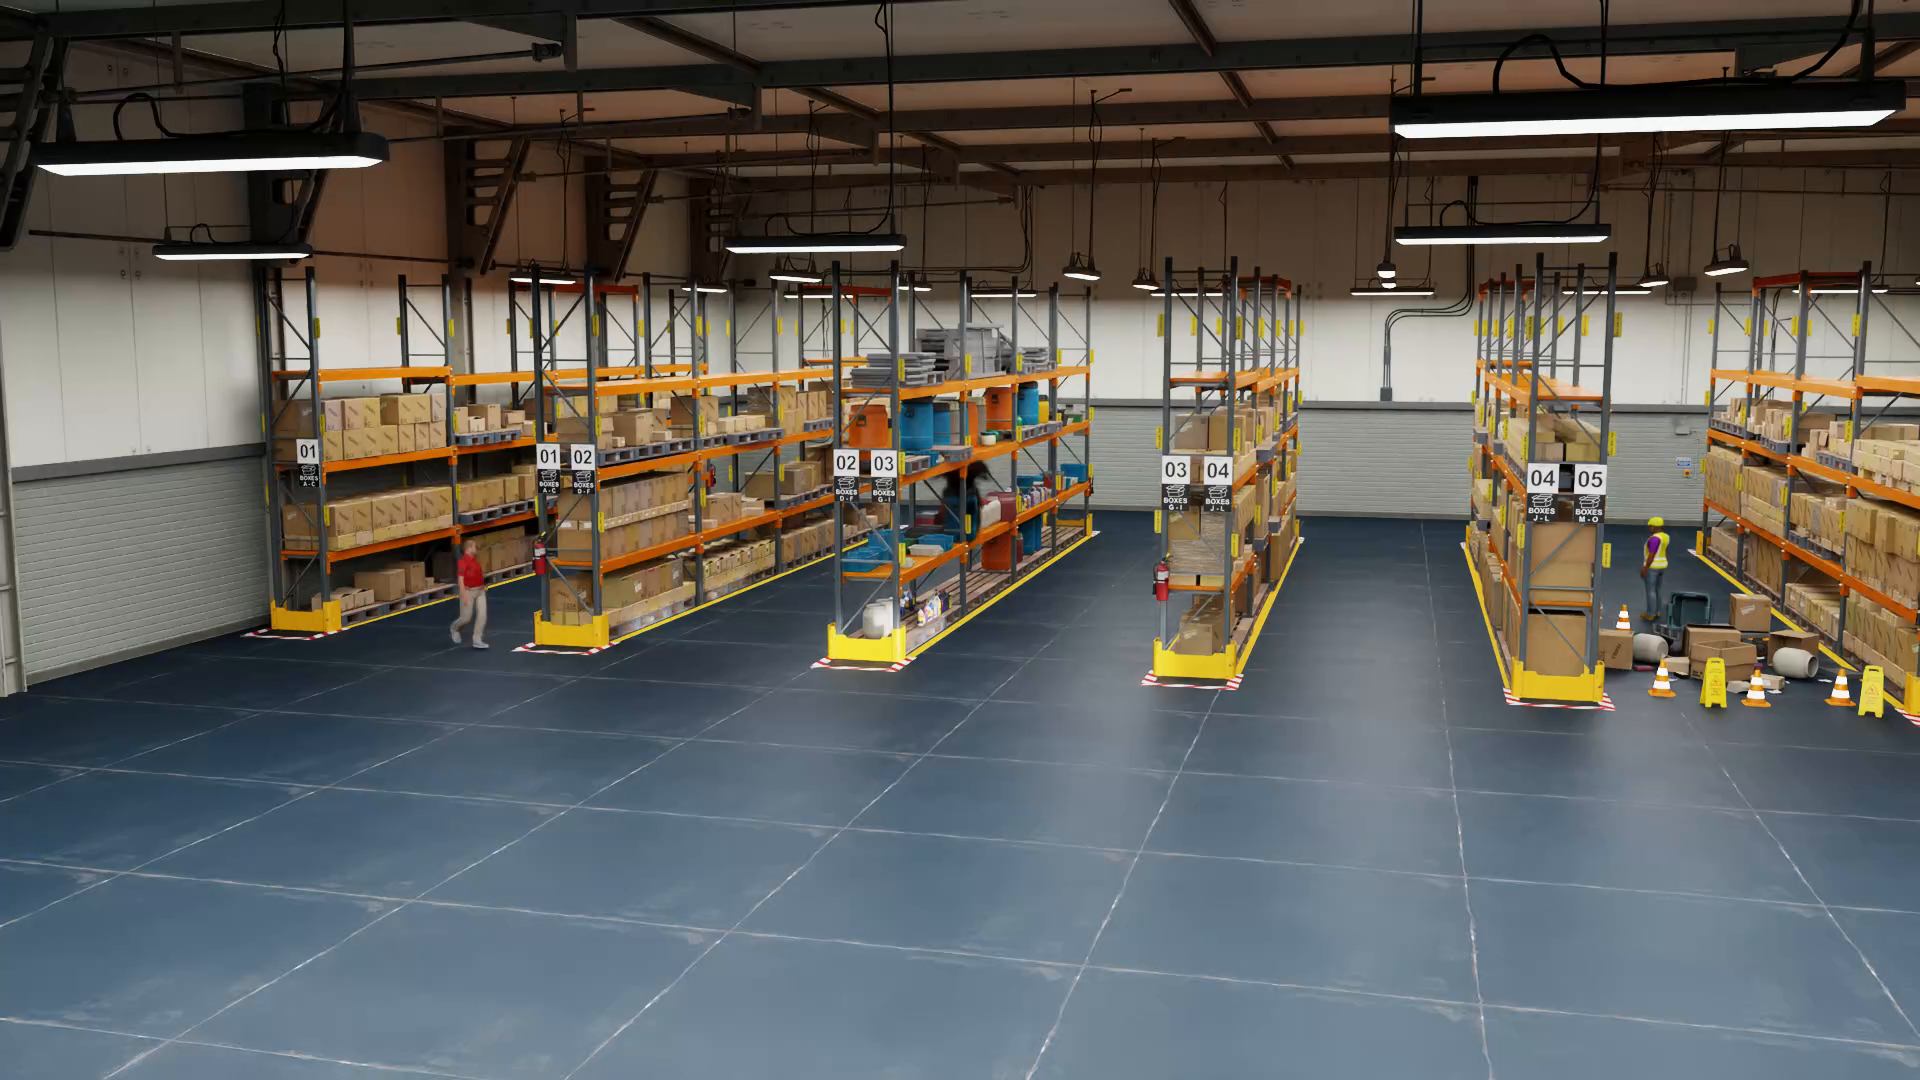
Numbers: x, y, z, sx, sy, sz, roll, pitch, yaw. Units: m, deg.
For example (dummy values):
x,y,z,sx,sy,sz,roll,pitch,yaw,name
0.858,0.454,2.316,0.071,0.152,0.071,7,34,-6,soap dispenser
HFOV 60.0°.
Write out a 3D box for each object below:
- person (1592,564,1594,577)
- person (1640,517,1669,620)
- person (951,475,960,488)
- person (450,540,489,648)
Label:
x,y,z,sx,sy,sz,roll,pitch,yaw,name
12.642,-0.079,33.504,0.359,1.683,0.459,5,9,32,person
11.984,0.483,28.810,0.617,1.773,0.491,-5,9,-33,person
-0.034,-0.699,38.709,0.461,1.600,0.928,3,8,20,person
-7.724,0.840,26.114,0.720,1.689,0.502,7,10,43,person
